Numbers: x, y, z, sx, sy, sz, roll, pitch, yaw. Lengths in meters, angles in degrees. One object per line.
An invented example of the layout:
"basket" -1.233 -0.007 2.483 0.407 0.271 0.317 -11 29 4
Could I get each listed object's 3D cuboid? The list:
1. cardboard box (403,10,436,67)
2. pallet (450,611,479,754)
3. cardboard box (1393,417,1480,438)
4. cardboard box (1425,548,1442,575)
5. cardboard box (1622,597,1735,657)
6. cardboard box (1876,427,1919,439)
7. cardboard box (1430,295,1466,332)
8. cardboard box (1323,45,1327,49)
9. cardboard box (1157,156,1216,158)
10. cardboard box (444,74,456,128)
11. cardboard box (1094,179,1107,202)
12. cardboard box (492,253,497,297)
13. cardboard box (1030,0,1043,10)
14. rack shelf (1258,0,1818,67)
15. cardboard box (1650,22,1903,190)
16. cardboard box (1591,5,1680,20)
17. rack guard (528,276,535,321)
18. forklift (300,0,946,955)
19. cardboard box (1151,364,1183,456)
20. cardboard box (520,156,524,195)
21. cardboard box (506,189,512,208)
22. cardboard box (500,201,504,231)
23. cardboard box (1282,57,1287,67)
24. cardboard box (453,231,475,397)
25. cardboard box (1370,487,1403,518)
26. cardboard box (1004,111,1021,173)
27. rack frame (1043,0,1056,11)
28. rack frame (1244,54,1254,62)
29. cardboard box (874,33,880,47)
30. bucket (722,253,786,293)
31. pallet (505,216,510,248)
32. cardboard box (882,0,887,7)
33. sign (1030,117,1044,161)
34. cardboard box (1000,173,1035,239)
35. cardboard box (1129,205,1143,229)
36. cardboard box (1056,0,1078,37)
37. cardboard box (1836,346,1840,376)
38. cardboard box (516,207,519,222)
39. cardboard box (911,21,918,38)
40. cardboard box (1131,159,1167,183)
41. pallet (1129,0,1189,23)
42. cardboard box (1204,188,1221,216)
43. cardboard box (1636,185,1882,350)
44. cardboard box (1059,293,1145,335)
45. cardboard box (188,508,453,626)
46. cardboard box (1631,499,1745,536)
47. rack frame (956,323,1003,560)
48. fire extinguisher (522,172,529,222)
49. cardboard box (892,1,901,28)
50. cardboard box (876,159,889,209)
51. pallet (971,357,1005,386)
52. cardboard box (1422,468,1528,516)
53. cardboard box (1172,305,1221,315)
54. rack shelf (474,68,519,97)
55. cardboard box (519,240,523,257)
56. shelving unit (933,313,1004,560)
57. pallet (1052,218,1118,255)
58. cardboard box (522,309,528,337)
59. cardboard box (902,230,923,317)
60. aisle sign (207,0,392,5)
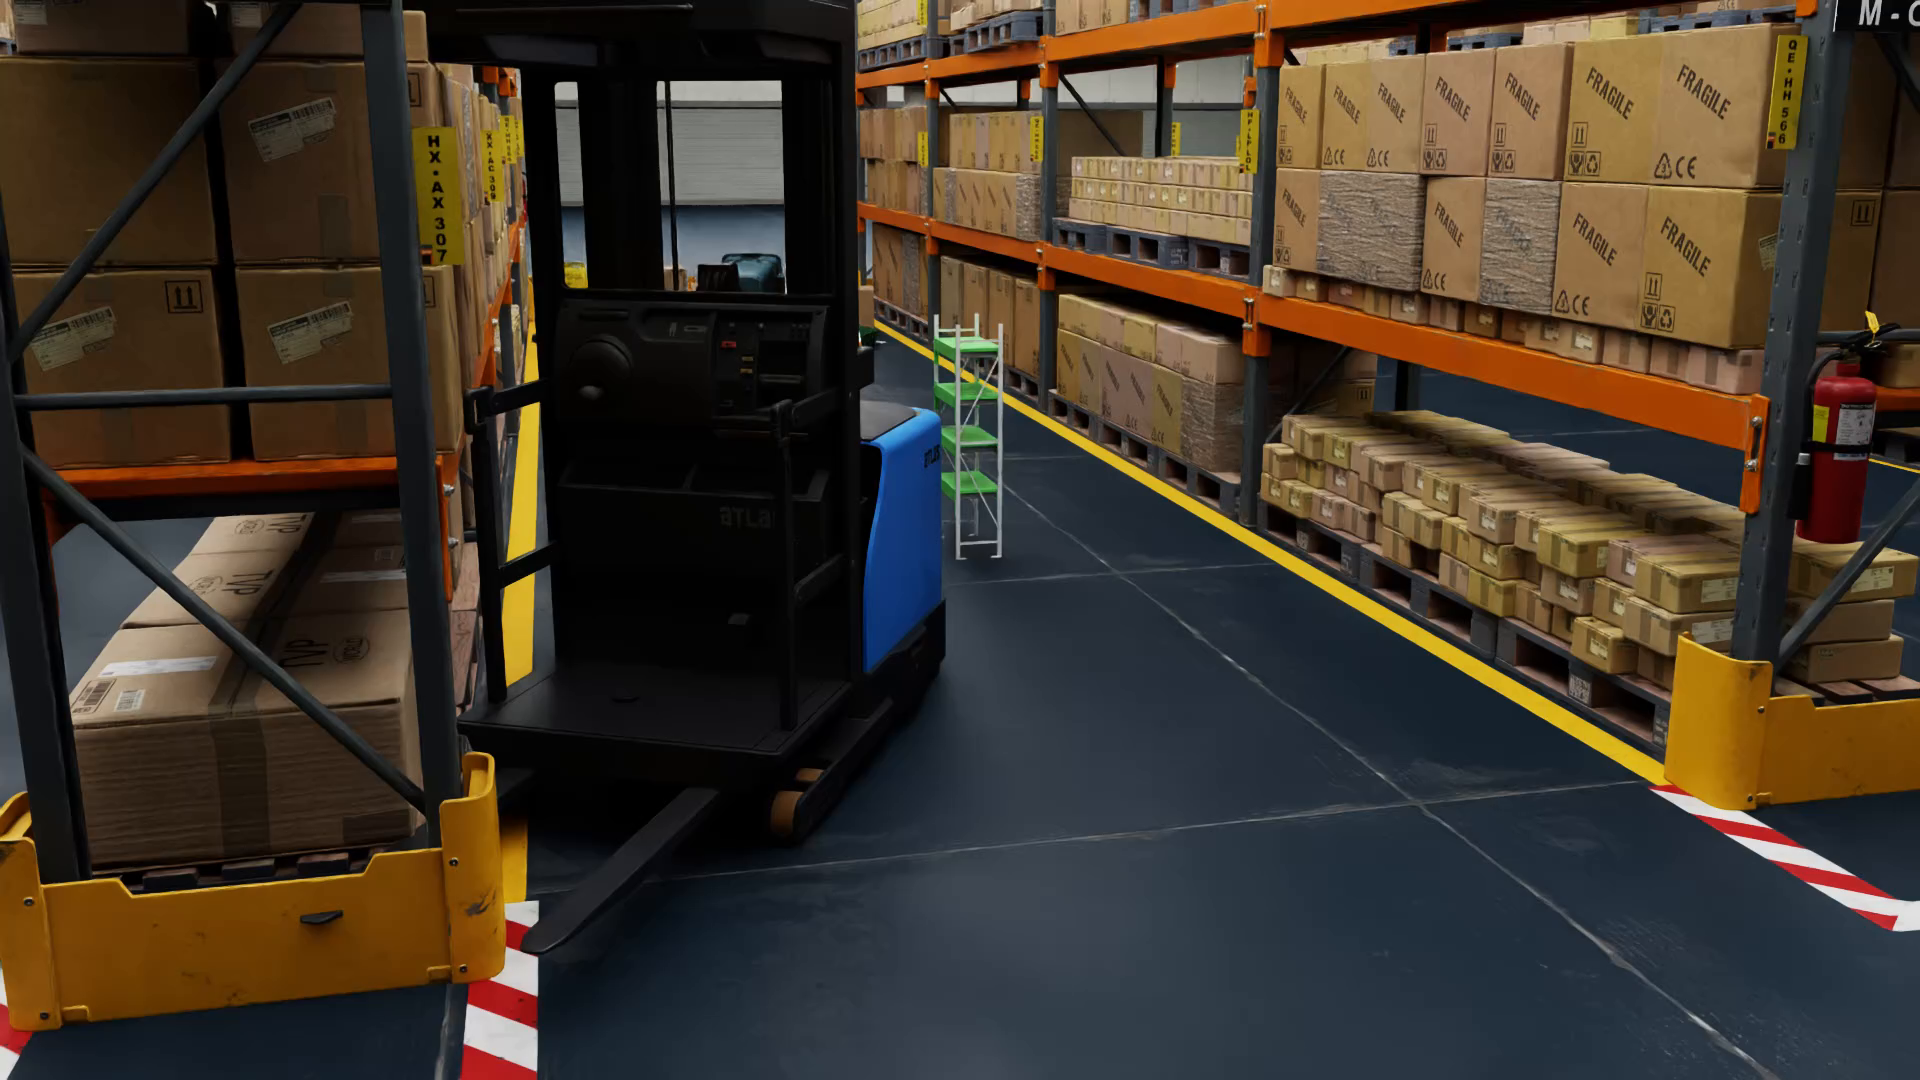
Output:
"cardboard box" -1.687 -1.406 4.679 0.380 0.149 0.250 -3 14 -11
"pallet" -2.340 0.557 6.204 1.003 0.211 1.213 -3 14 -13
"cardboard box" 2.491 -0.543 8.697 0.380 0.149 0.250 -3 14 -12
"cardboard box" 2.309 0.077 7.412 0.380 0.149 0.250 -3 14 -12
"cardboard box" 2.594 0.294 5.897 0.380 0.149 0.250 -4 14 -15
"cardboard box" 6.731 -1.130 10.826 1.225 0.875 0.875 -3 14 -13
"cardboard box" 2.269 -0.993 7.200 0.380 0.149 0.250 -3 14 -11
"cardboard box" 4.372 -5.665 18.951 0.380 0.149 0.250 -4 14 -15
"cardboard box" 1.677 -2.765 12.316 0.380 0.149 0.250 -4 14 -15
"cardboard box" -1.885 -1.235 5.344 0.500 0.500 0.500 -3 14 -14
"cardboard box" 1.166 -2.462 11.700 0.380 0.149 0.250 -4 14 -15
"cardboard box" -2.702 -1.422 8.745 0.500 0.250 0.500 -4 14 -15
"cardboard box" 0.762 -4.204 12.890 0.380 0.166 0.250 -3 14 -13
"rack shelf" 2.525 -2.205 6.828 1.077 0.370 4.000 -3 14 -13
"cardboard box" 2.646 -1.407 5.420 0.500 0.500 0.500 -4 14 -14
"cardboard box" 5.606 -4.580 13.767 0.500 0.500 0.500 -3 14 -12
"rack guard" -5.533 -2.796 19.319 1.175 0.500 0.348 -3 14 -13
"forklift" -0.930 -0.591 5.170 1.130 2.935 3.031 4 14 14
"cardboard box" 1.517 -0.824 10.360 0.500 0.500 0.500 -4 14 -15
"cardboard box" -5.155 -4.111 18.597 0.500 0.500 0.500 -4 14 -14
"cardboard box" -4.018 -2.906 14.146 0.380 0.149 0.250 -3 14 -13
"cardboard box" -3.047 -2.020 10.137 0.500 0.250 0.500 -4 14 -15
"cardboard box" 4.071 -5.720 20.017 0.500 0.250 0.500 -4 14 -14
"cardboard box" -1.874 -0.746 5.448 0.500 0.500 0.500 -3 14 -14
"cardboard box" 2.171 -0.186 7.864 0.380 0.149 0.250 -3 14 -11
"cardboard box" 0.778 -3.355 14.021 0.700 0.500 0.500 -4 14 -14
"rack frame" 1.116 -5.396 12.053 1.000 3.000 0.127 -3 14 -13
"rack frame" 4.082 -7.495 20.643 1.000 3.000 0.127 -3 14 -13
"cardboard box" -0.756 -5.585 18.580 0.380 0.149 0.250 -3 14 -13
"bucket" -2.096 -2.456 16.352 0.726 0.611 0.620 2 24 6
"pallet" -3.943 -2.248 12.211 1.213 0.211 1.003 -3 14 -13
"cardboard box" -0.636 -5.855 18.006 0.380 0.149 0.250 -3 14 -12
"sign" 0.577 -3.012 12.497 0.100 0.325 0.005 -3 14 -13
"cardboard box" 0.634 -2.734 13.588 0.500 0.500 0.500 -3 14 -13
"cardboard box" 1.338 -2.143 11.024 0.380 0.149 0.250 -3 14 -12
"cardboard box" 0.992 -3.841 11.797 0.500 0.500 0.500 -3 14 -13
"cardboard box" 3.138 -0.663 5.852 0.380 0.149 0.250 -3 14 -11
"cardboard box" -4.373 -3.074 15.717 0.380 0.149 0.250 -3 14 -13
"cardboard box" -0.279 -5.116 16.663 0.380 0.149 0.250 -3 14 -12
"cardboard box" 1.347 -2.432 10.953 0.380 0.149 0.250 -3 14 -11
"pallet" 1.768 -3.312 10.240 1.213 0.211 1.003 -3 14 -13
"cardboard box" 1.652 -1.984 9.746 0.380 0.149 0.250 -3 14 -11
"cardboard box" 2.639 -0.919 5.529 0.500 0.500 0.500 -3 14 -12
"cardboard box" 1.043 -1.663 12.216 0.500 0.250 0.500 -4 14 -16
"cardboard box" -2.478 0.138 6.554 0.875 0.438 0.875 -4 14 -15
"cardboard box" 2.947 -0.059 6.716 0.380 0.149 0.250 -4 14 -16
"rack frame" 0.096 -0.488 8.398 0.240 1.200 0.015 -3 14 -13
"fire extinguisher" -5.130 -4.042 19.316 0.296 0.674 0.183 -3 14 -13
"cardboard box" -0.422 -5.517 17.463 0.500 0.250 0.500 -3 14 -14
"cardboard box" -0.472 -4.055 18.889 0.875 0.550 0.550 -3 14 -13
"pallet" 0.721 -1.594 15.007 1.003 0.211 1.213 -3 14 -13
"cardboard box" 2.277 -0.214 7.351 0.380 0.149 0.250 -3 14 -13
"cardboard box" 1.765 -1.458 11.378 0.500 0.250 0.500 -3 14 -12
"rack shelf" -5.081 -4.674 16.935 1.077 0.370 4.000 -3 14 -13
"cardboard box" -4.458 -2.836 16.178 0.380 0.149 0.250 -3 14 -12
"shelving unit" 0.039 -0.545 8.628 0.258 1.200 0.503 -3 14 -13
"pallet" 1.387 -2.230 12.139 1.213 0.211 1.003 -3 14 -13
"cardboard box" -4.487 -2.125 16.212 0.500 0.250 0.500 -4 14 -16
"cardboard box" -0.118 -2.933 18.204 0.875 0.875 0.875 -3 14 -13
"aisle sign" -1.494 -1.599 3.675 0.394 0.787 0.004 -3 14 -13
